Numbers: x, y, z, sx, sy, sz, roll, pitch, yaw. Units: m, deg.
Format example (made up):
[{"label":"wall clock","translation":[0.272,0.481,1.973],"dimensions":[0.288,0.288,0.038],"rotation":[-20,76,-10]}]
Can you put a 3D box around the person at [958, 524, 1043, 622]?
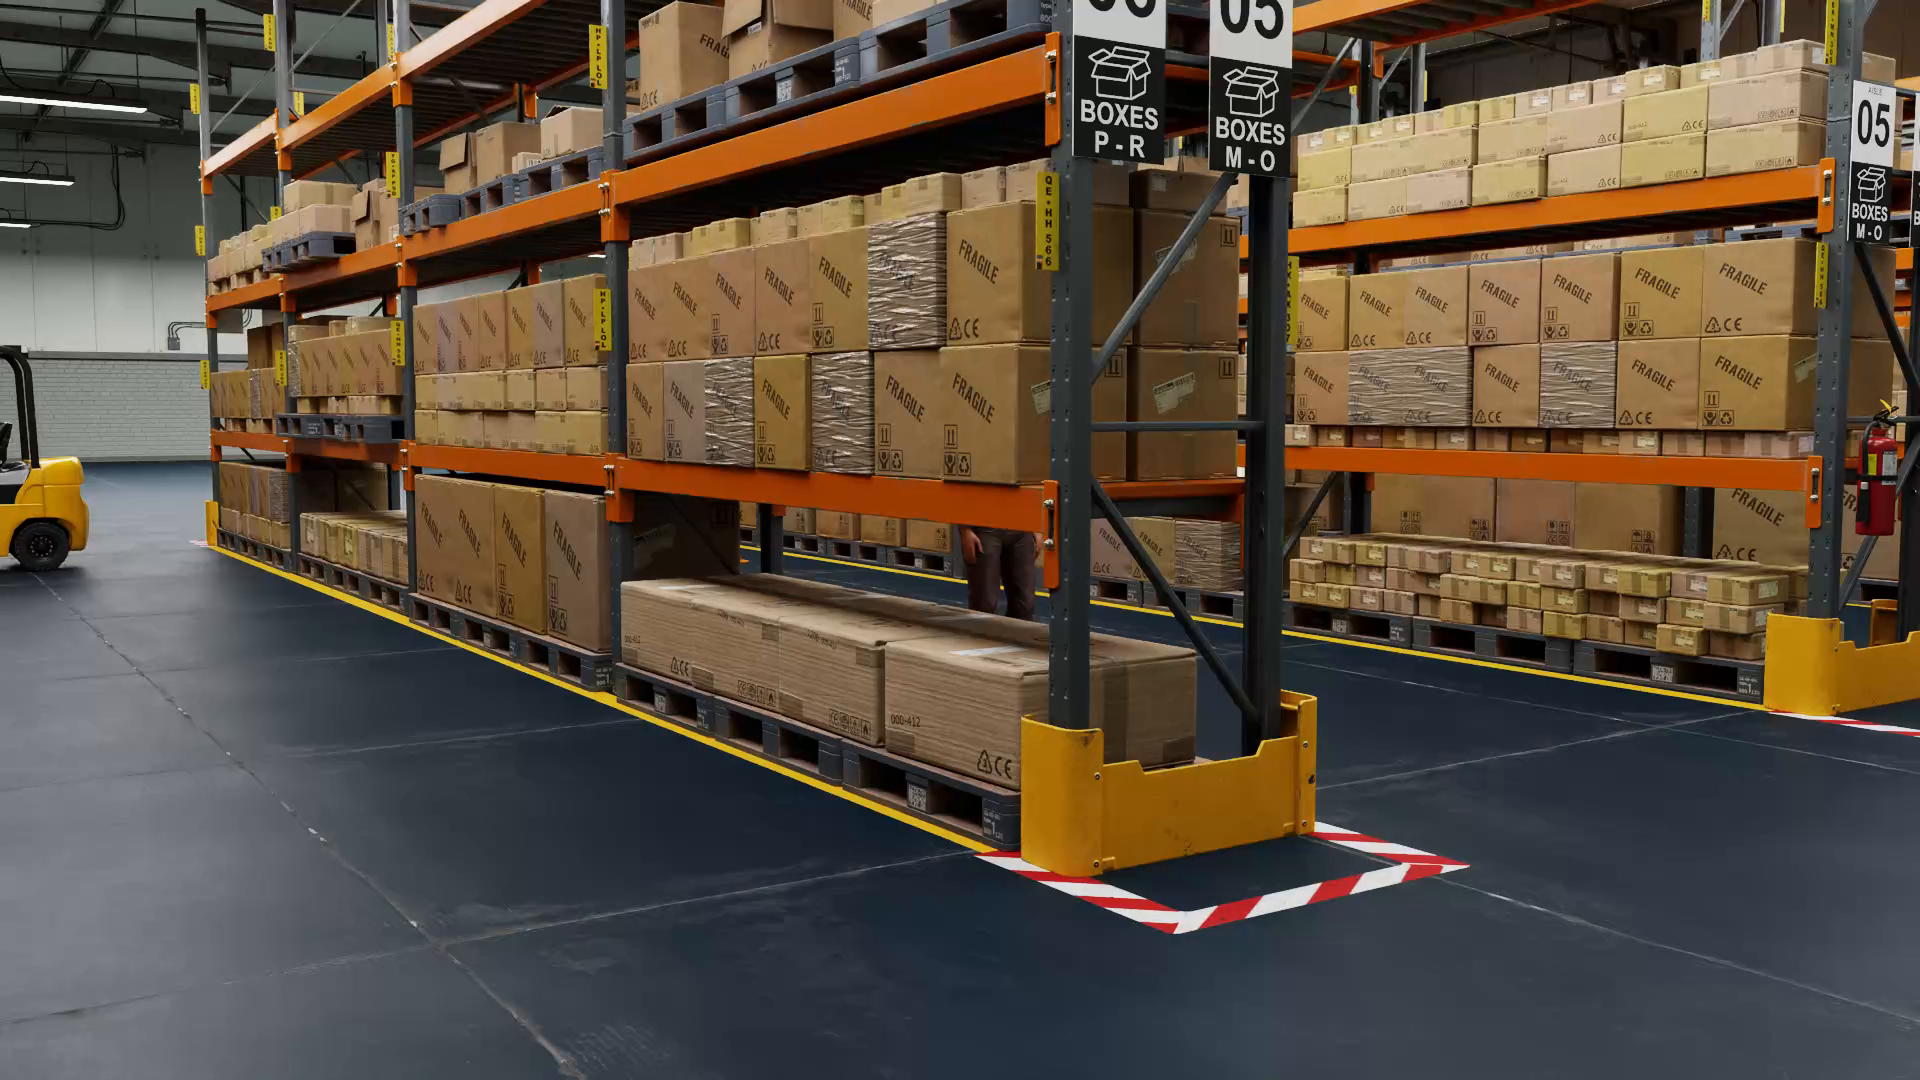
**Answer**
[{"label":"person","translation":[0.216,-0.019,9.210],"dimensions":[0.579,1.719,0.418],"rotation":[-3,6,-36]}]
